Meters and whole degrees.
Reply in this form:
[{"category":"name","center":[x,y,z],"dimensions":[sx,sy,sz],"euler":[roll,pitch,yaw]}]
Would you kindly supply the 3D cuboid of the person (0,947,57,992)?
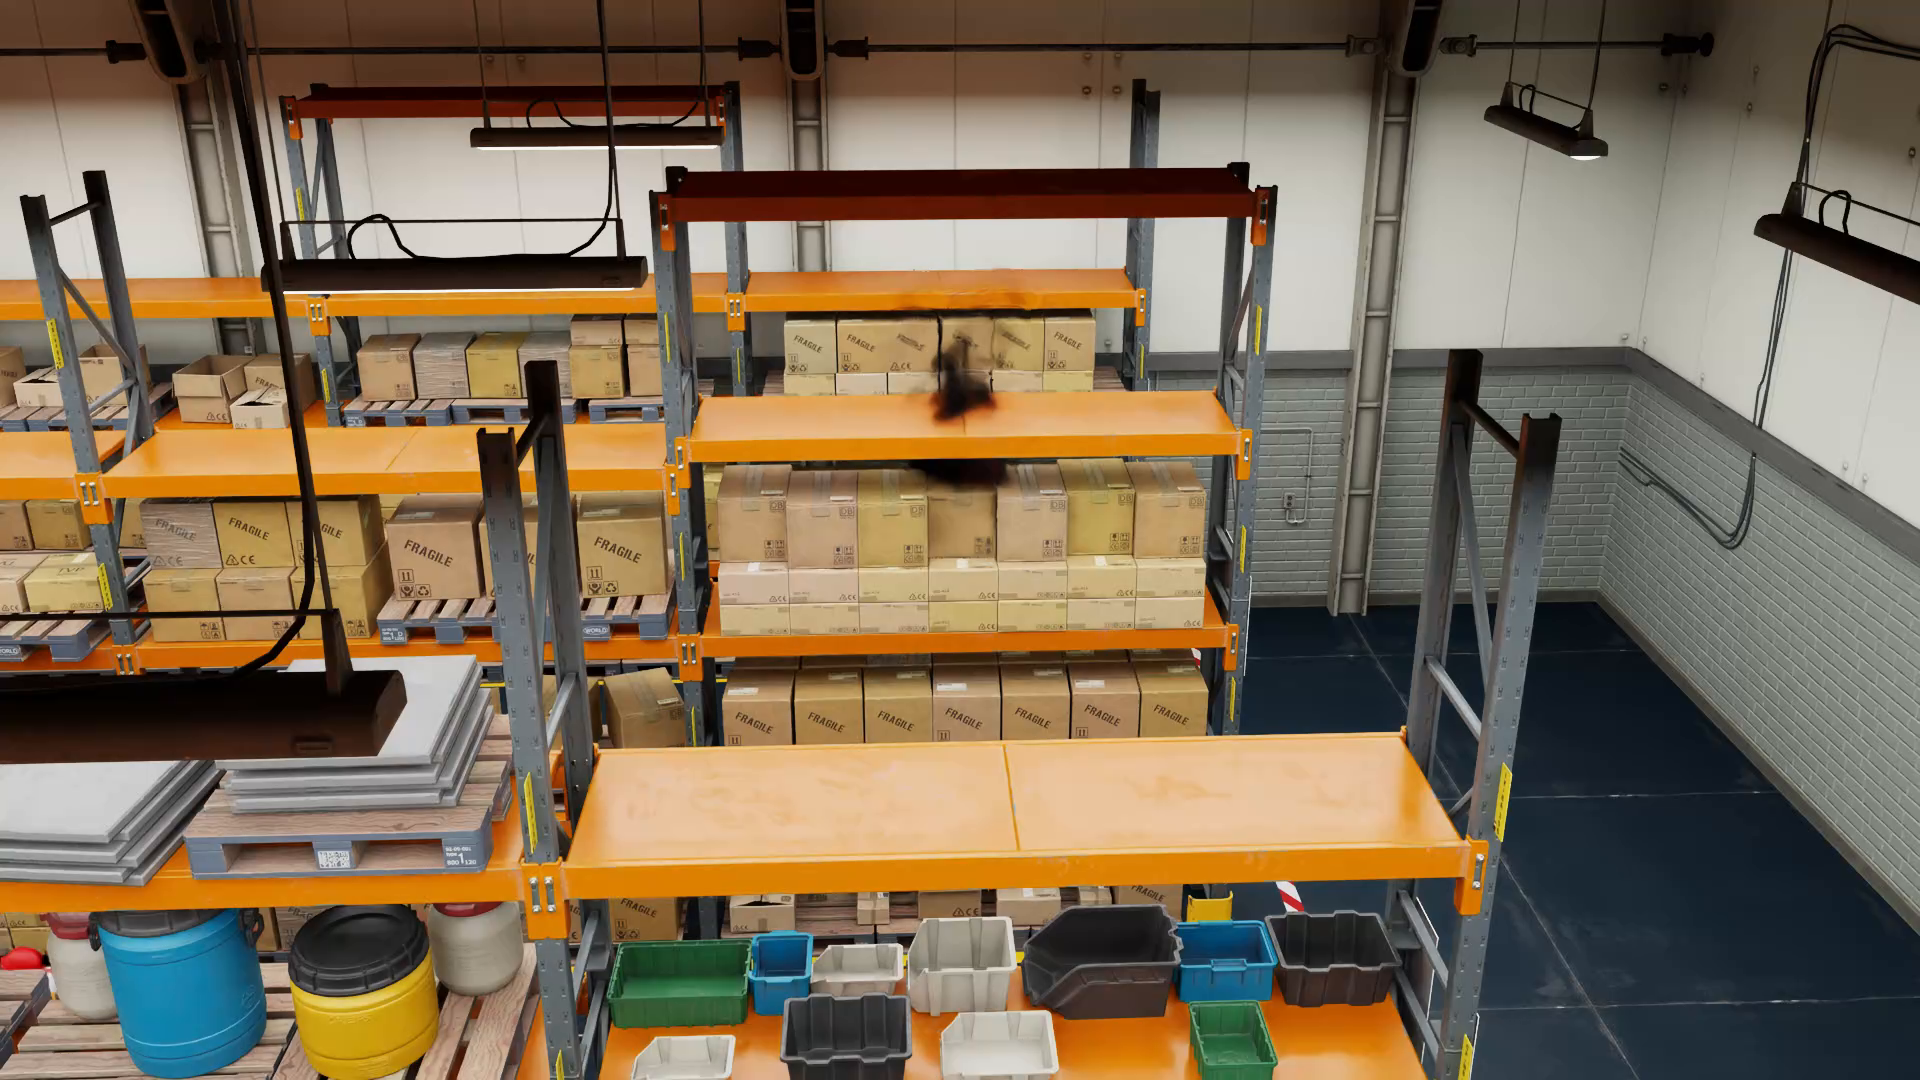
[{"category":"person","center":[-5.666,3.336,10.561],"dimensions":[0.967,1.805,0.597],"euler":[-6,23,-14]}]
